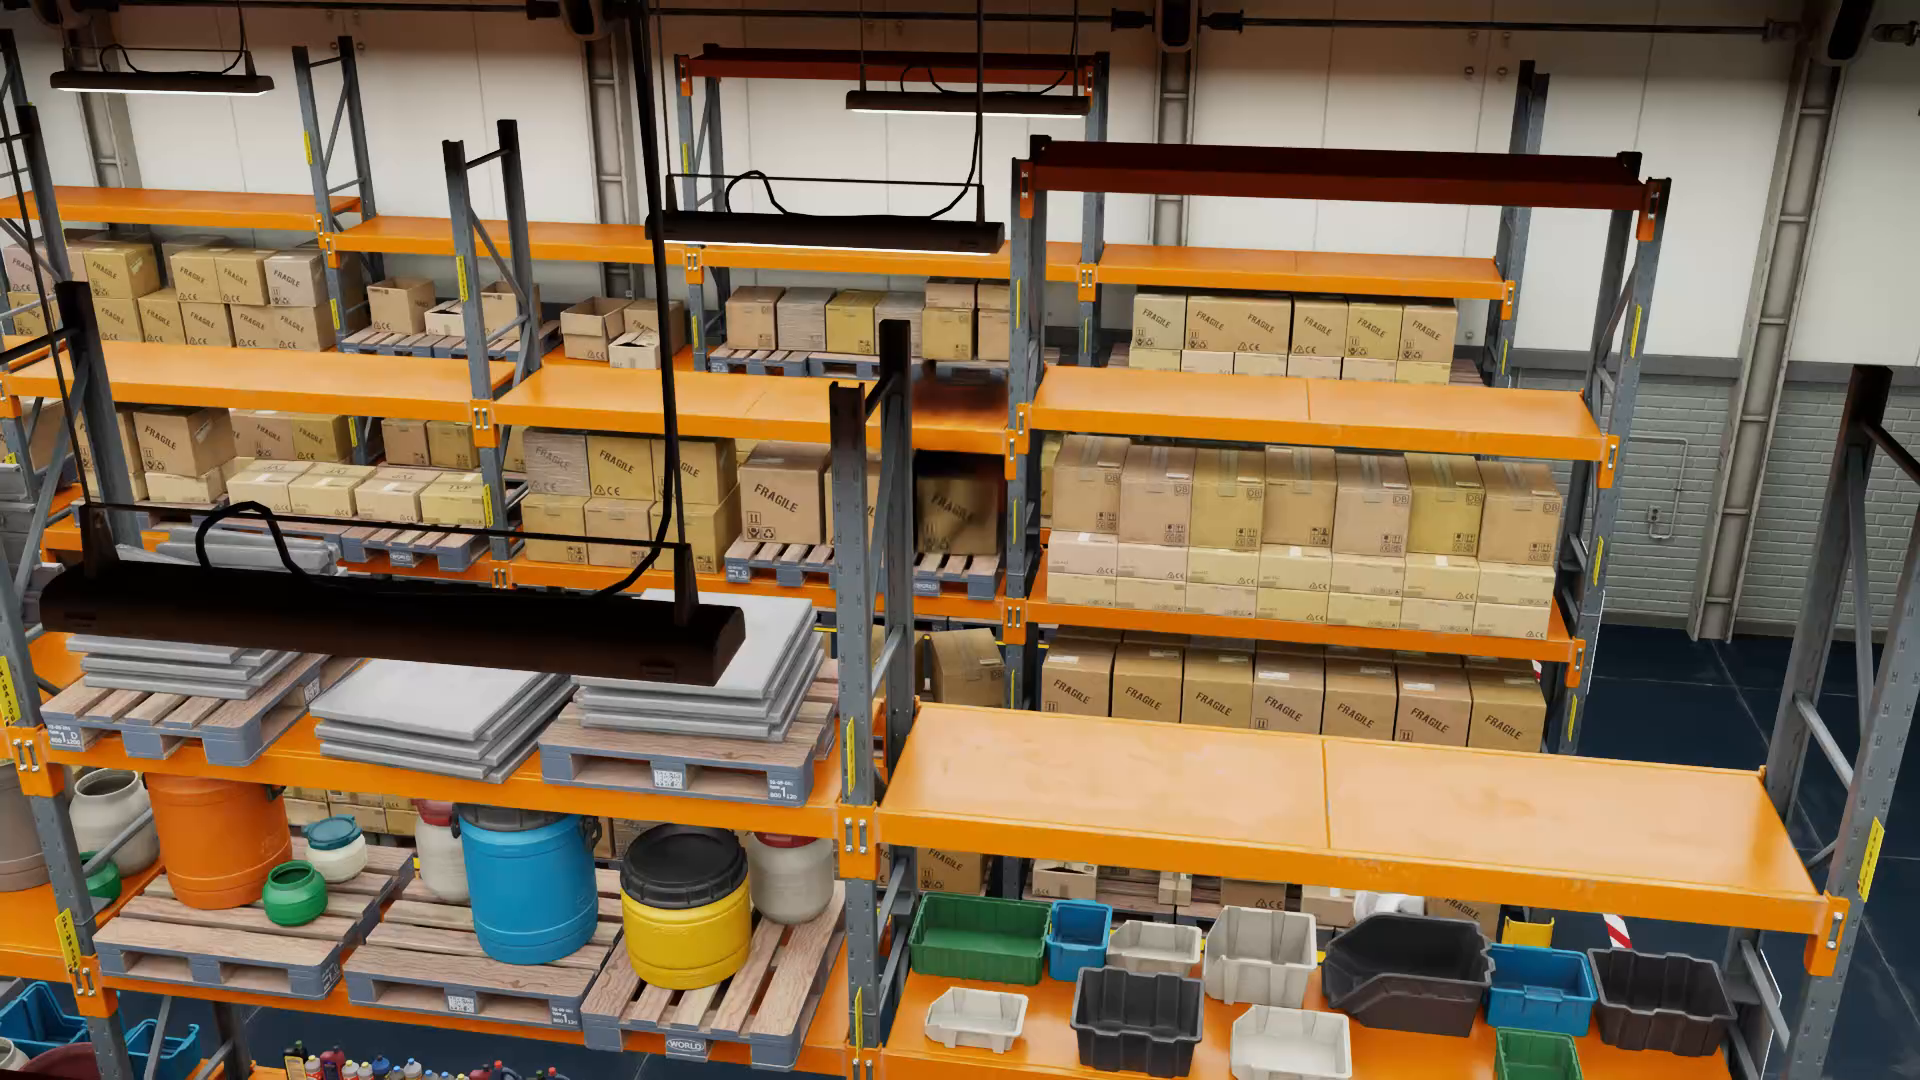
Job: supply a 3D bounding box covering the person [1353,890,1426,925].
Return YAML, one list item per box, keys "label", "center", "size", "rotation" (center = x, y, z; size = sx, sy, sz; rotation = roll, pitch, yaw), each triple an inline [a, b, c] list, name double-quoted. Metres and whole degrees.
- label: "person"
  center: [2.818, 2.830, 11.048]
  size: [0.403, 1.815, 0.711]
  rotation: [-11, 25, -24]
